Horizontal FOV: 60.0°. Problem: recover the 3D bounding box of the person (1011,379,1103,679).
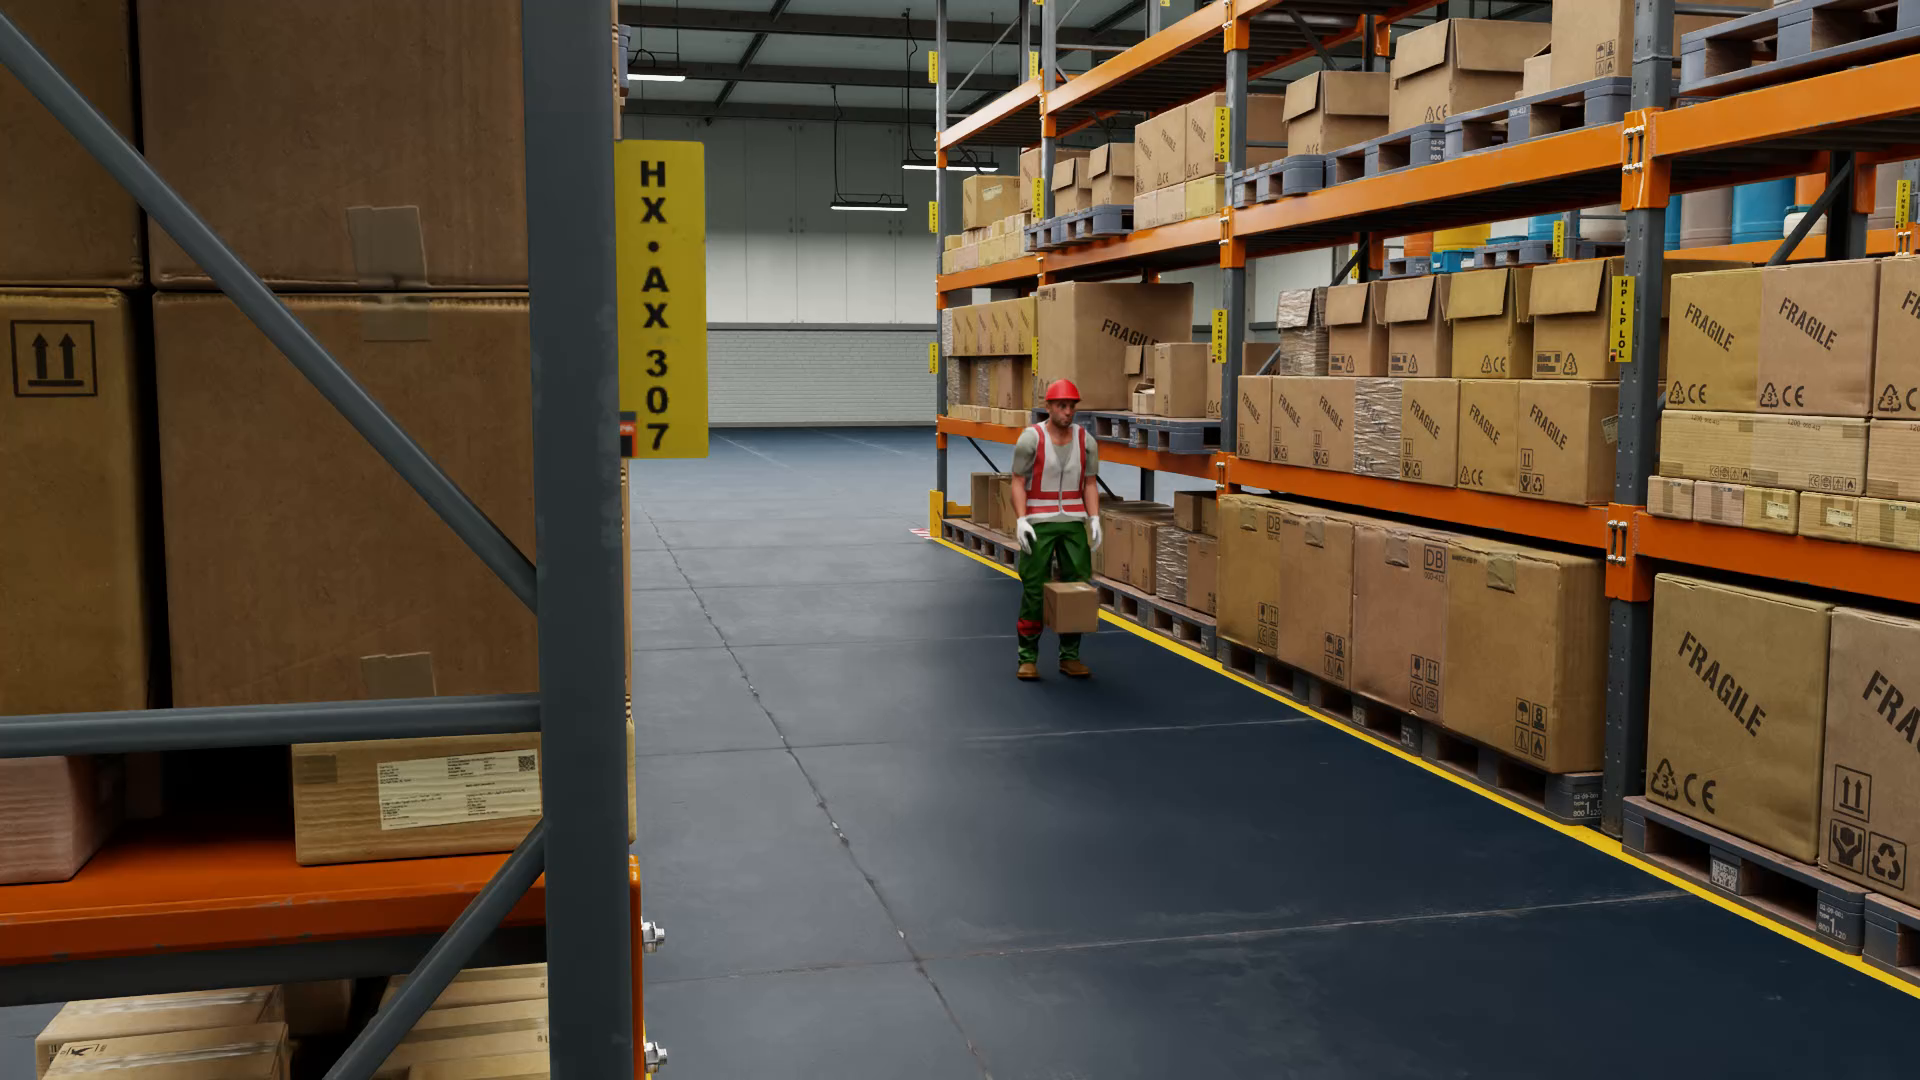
[{"bbox_3d":[0.578,-0.071,9.969,0.555,1.784,0.422,-2,6,-16],"label":"person"}]
